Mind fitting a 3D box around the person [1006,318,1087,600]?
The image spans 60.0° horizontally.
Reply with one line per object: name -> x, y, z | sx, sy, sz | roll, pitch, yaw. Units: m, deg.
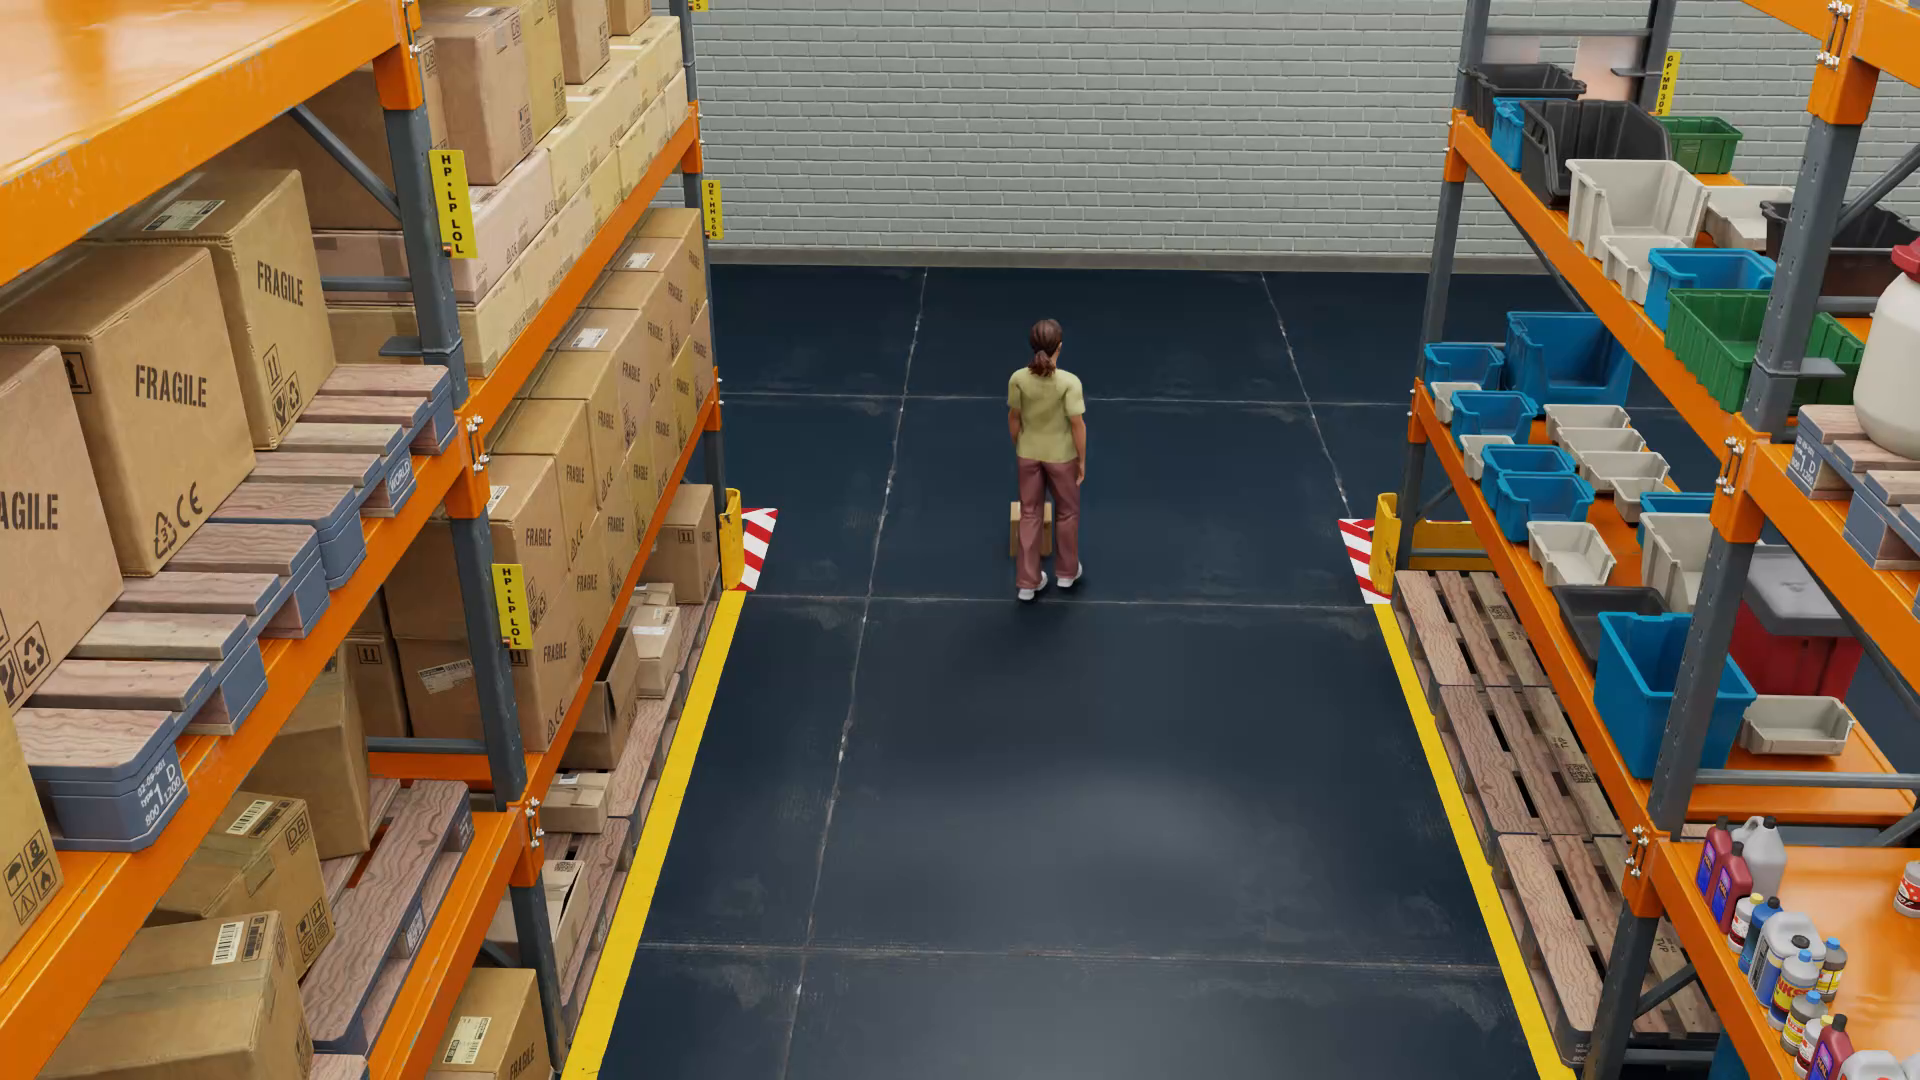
person -> 0.510, -0.474, 9.497 | 0.465, 1.681, 0.539 | 9, 29, 16
